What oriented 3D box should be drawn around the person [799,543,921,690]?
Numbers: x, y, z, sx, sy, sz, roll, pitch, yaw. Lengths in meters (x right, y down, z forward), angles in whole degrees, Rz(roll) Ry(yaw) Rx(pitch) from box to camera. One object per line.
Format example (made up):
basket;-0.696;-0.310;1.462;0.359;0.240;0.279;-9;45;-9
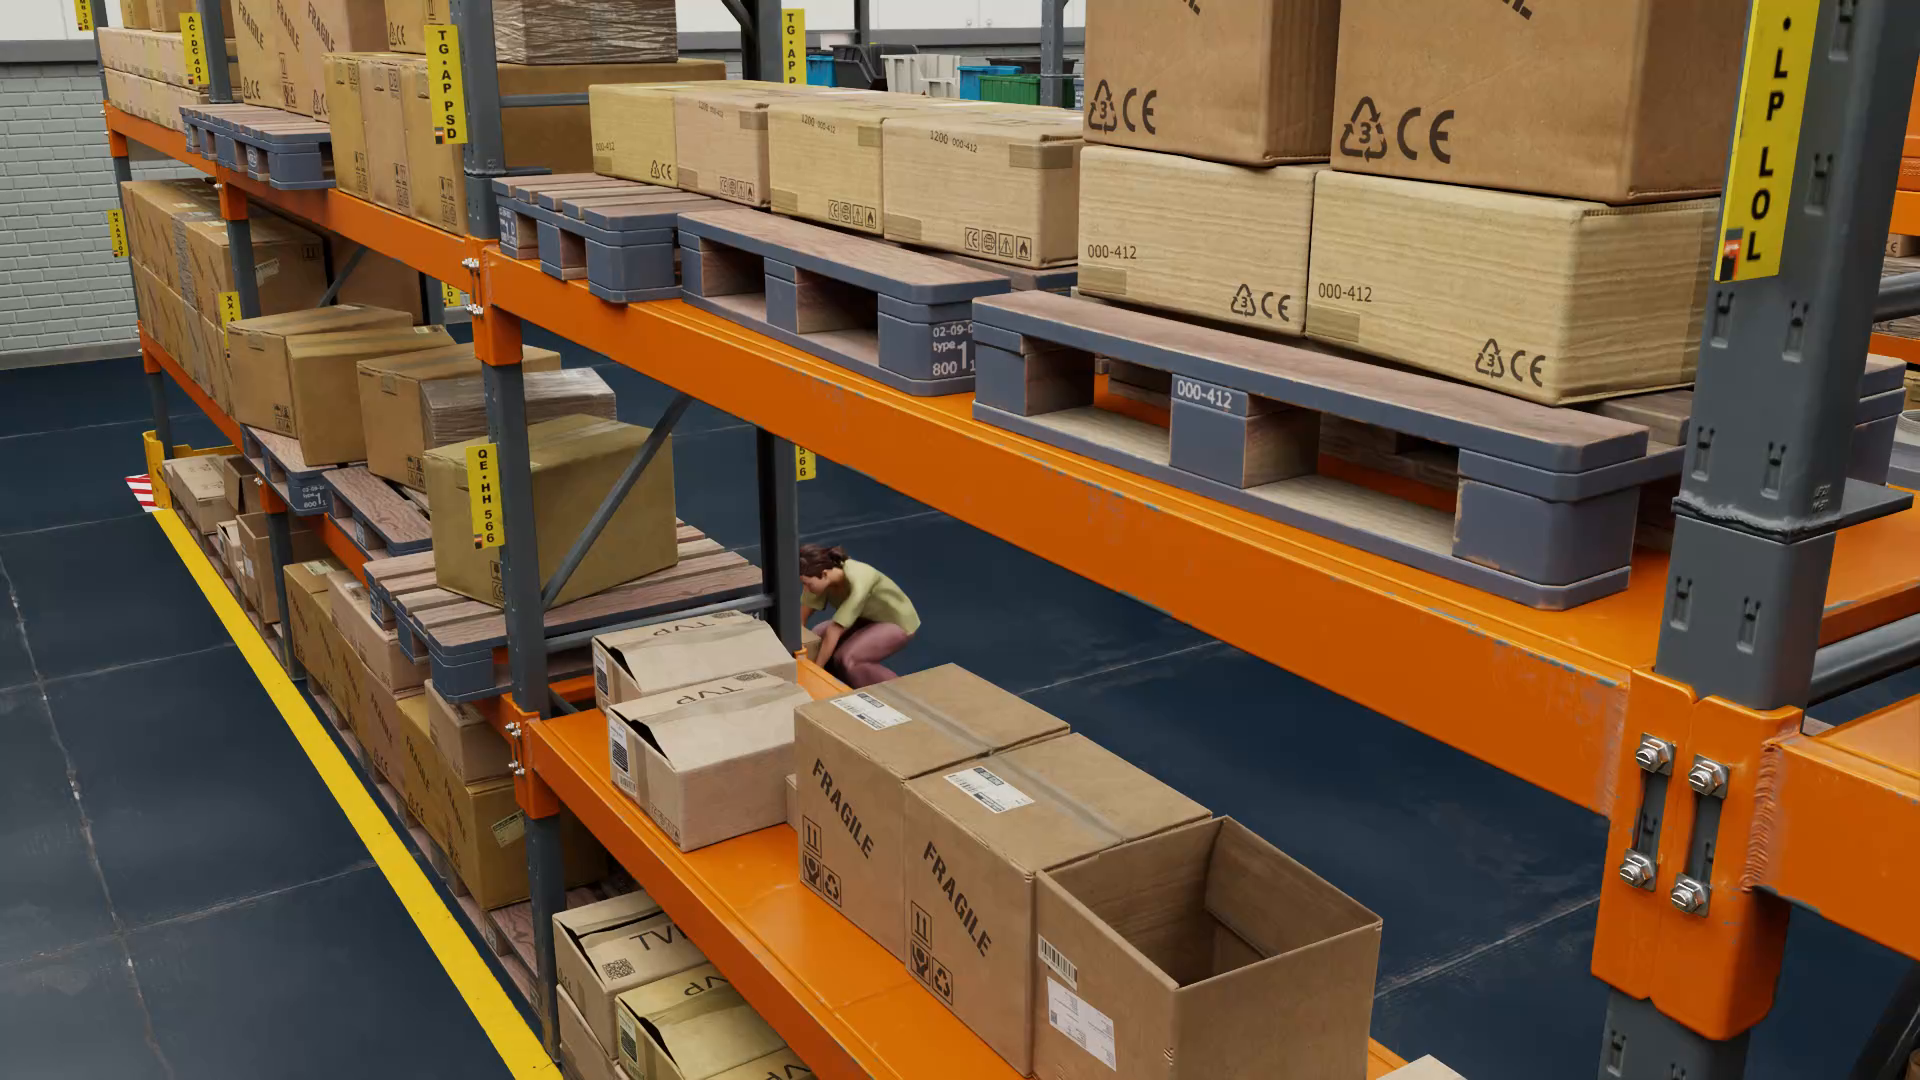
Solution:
person;-0.583;0.416;8.483;0.809;0.941;0.468;-12;22;-32
